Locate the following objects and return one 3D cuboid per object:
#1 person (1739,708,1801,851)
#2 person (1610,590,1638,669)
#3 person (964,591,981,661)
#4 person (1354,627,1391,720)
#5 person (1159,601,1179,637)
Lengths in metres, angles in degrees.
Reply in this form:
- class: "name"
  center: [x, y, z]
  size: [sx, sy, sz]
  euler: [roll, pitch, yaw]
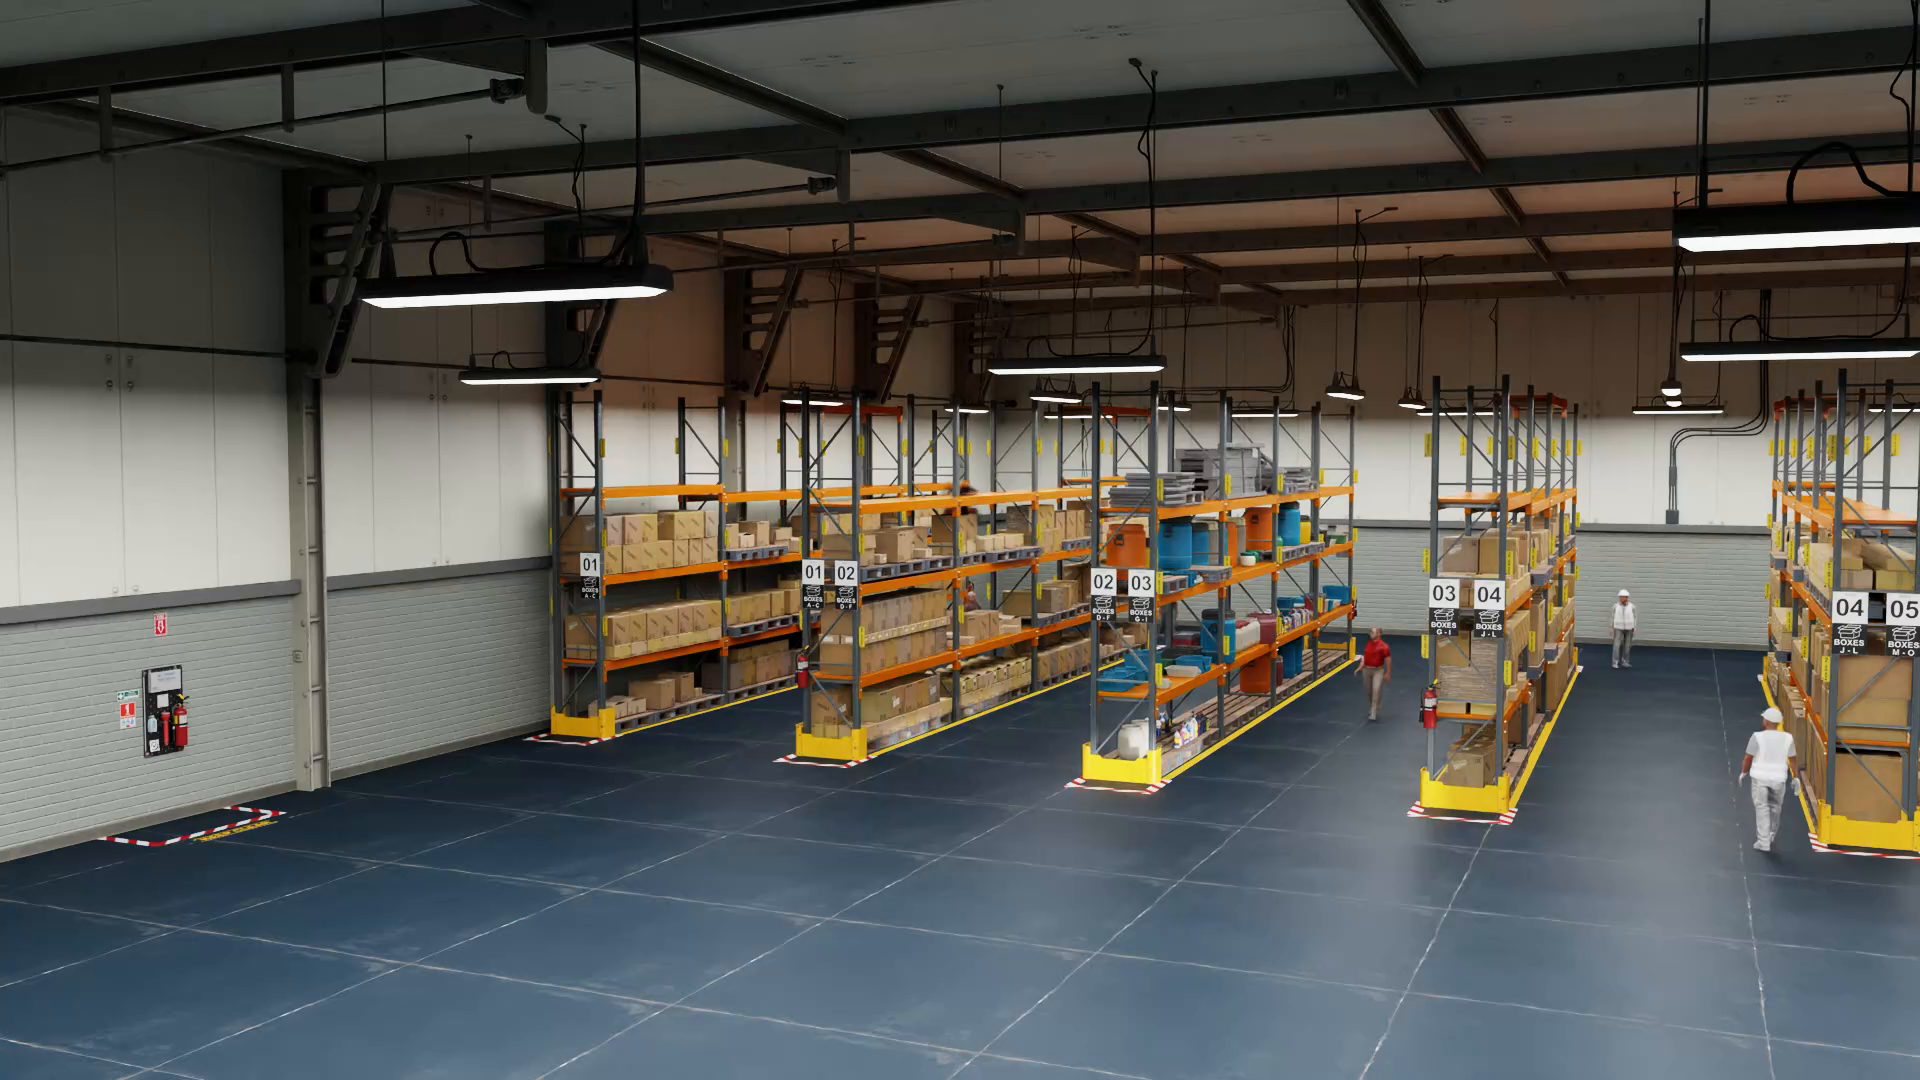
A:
- class: "person"
  center: [10.121, 2.957, 20.819]
  size: [0.666, 1.742, 0.975]
  euler: [1, 3, 15]
- class: "person"
  center: [15.114, 2.031, 37.872]
  size: [0.583, 1.792, 0.559]
  euler: [1, 3, 18]
- class: "person"
  center: [0.344, 2.053, 37.295]
  size: [0.573, 1.801, 0.614]
  euler: [2, 4, 36]
- class: "person"
  center: [7.652, 2.453, 30.807]
  size: [0.661, 1.678, 0.991]
  euler: [2, 4, 29]
- class: "person"
  center: [5.418, 1.816, 43.064]
  size: [0.527, 1.600, 0.908]
  euler: [0, 3, -8]
